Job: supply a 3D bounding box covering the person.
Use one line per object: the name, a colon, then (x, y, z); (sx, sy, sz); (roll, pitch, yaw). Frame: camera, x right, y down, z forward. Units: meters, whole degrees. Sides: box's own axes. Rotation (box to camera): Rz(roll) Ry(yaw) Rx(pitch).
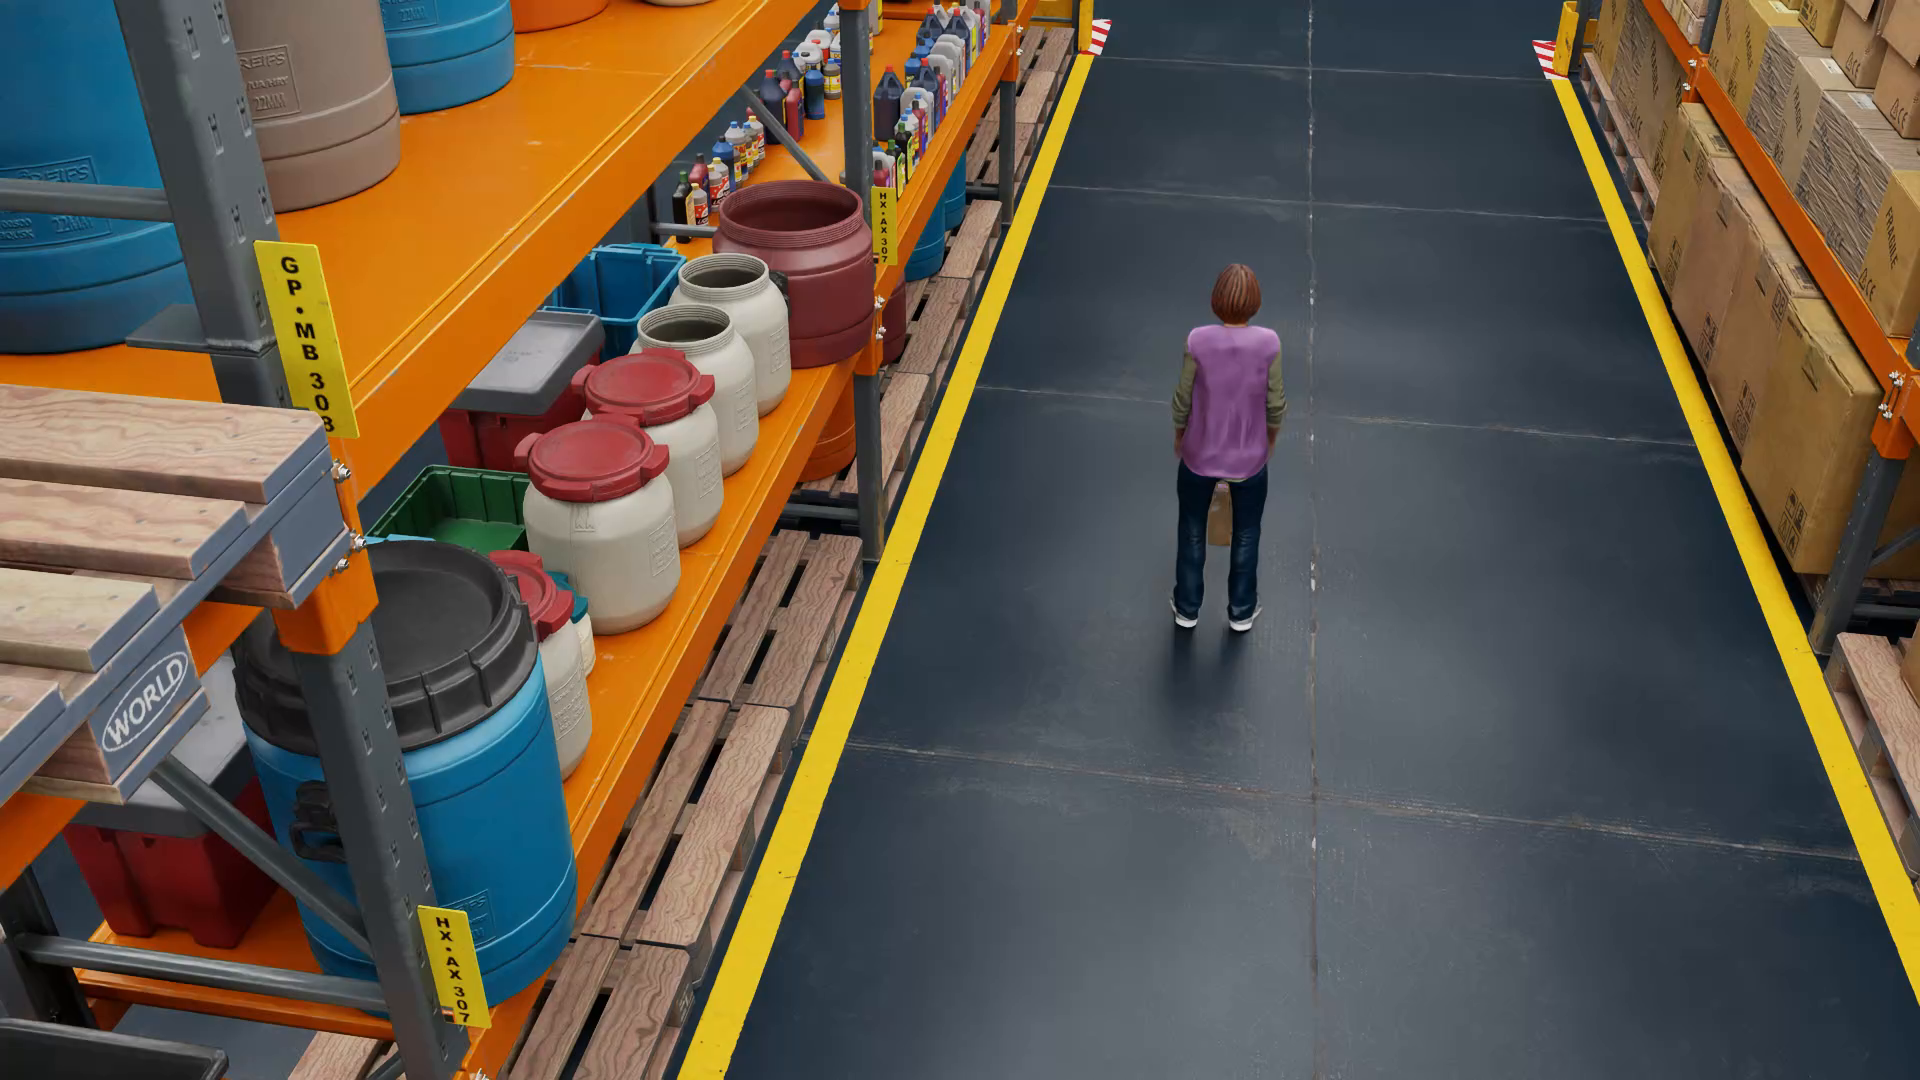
person: (1.057, -0.337, 6.666); (0.453, 1.597, 0.336); (4, 33, 7)
